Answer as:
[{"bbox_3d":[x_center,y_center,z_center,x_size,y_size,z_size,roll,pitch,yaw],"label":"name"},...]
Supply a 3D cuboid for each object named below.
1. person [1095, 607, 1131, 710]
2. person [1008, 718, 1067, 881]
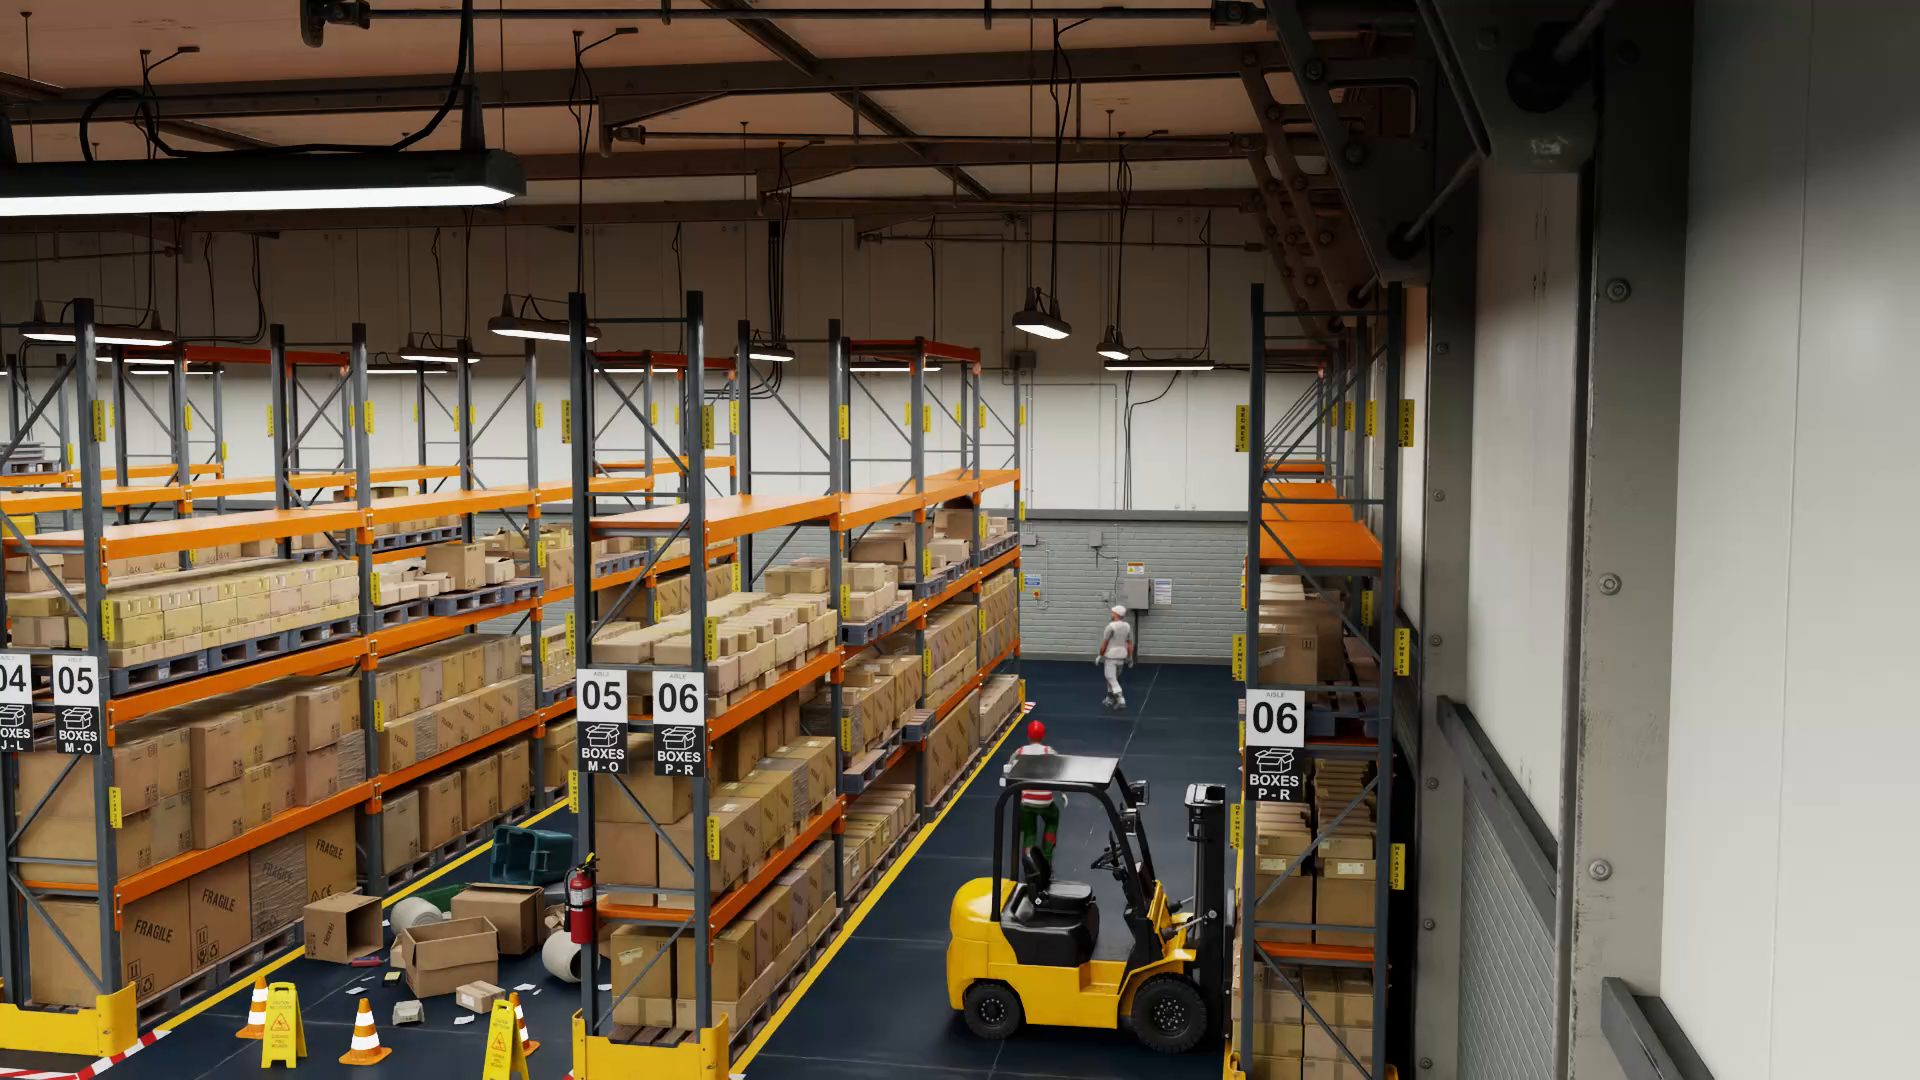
[{"bbox_3d":[2.560,1.969,27.416,0.670,1.747,0.918,-2,5,-25],"label":"person"},{"bbox_3d":[0.870,2.830,18.213,0.687,1.770,0.675,1,5,14],"label":"person"}]
